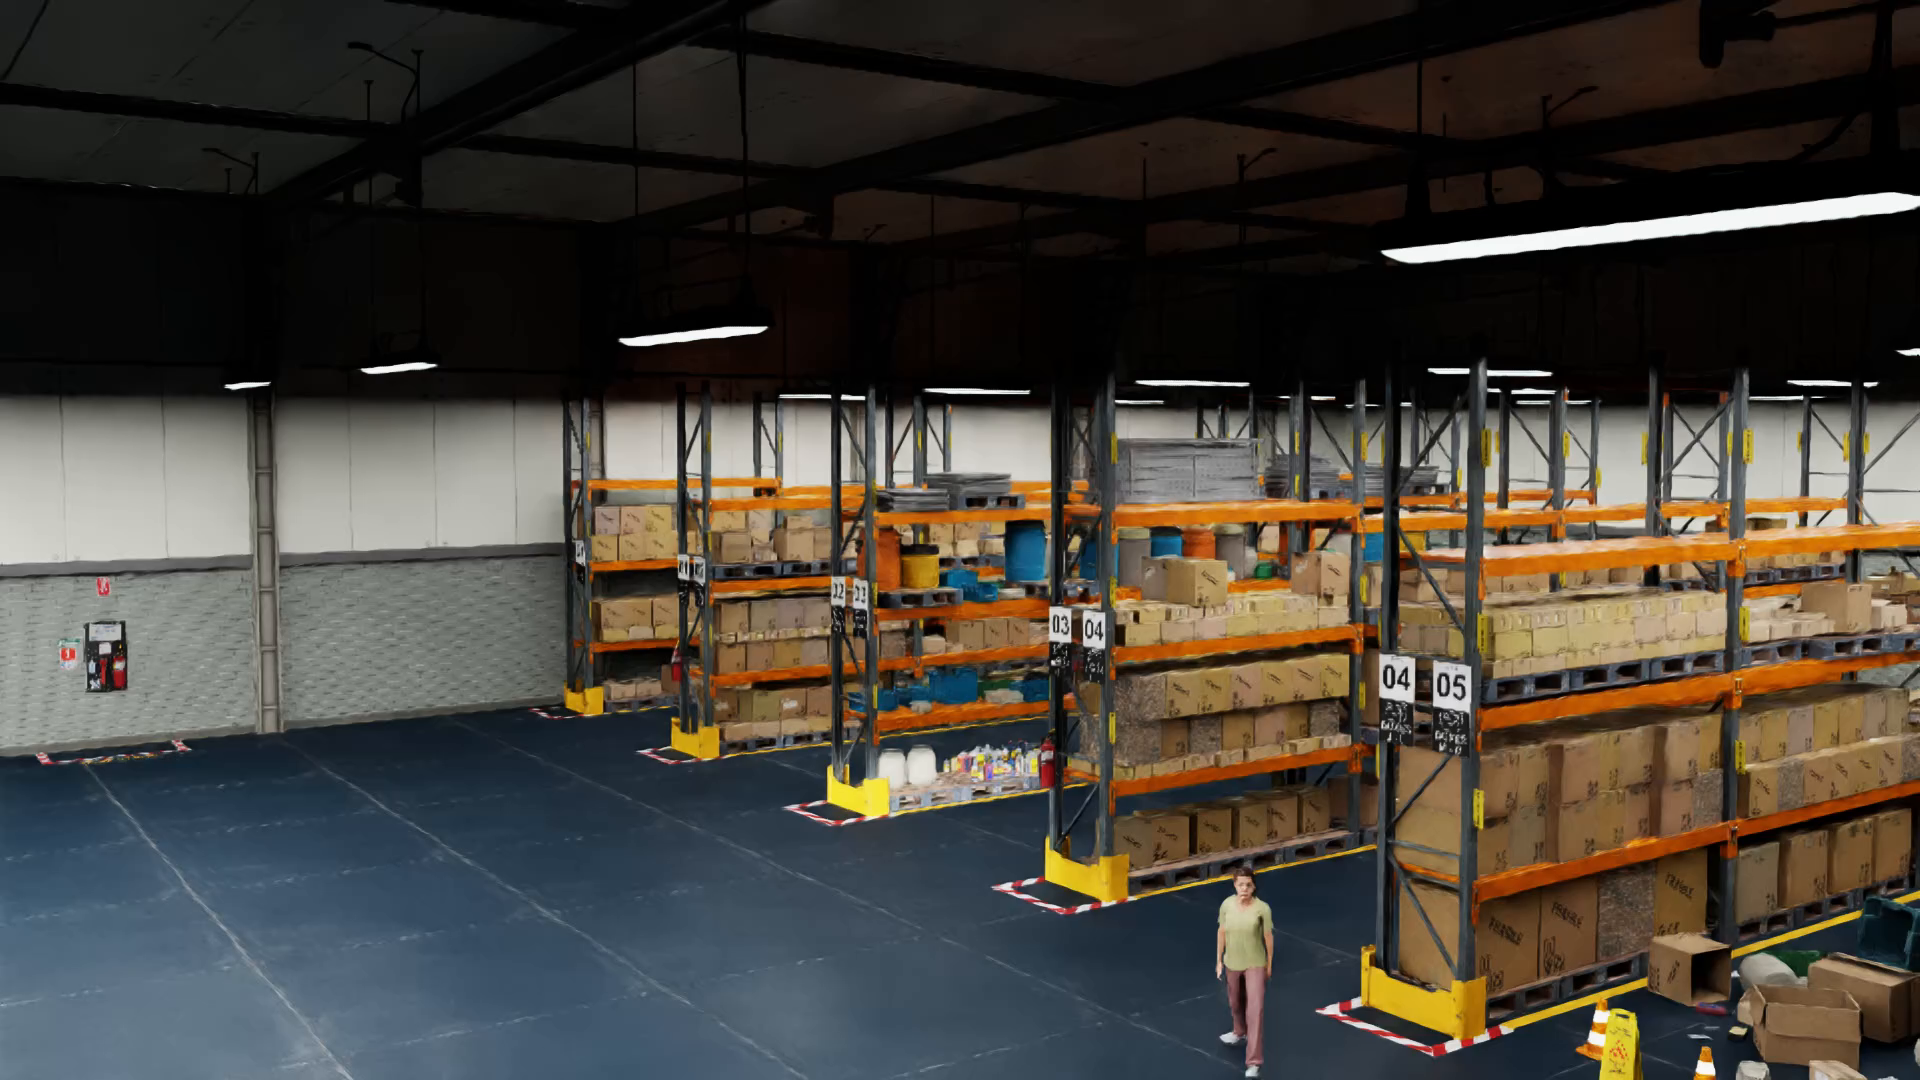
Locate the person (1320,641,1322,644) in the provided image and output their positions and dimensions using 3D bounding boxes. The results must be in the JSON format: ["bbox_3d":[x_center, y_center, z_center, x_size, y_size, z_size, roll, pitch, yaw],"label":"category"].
[{"bbox_3d":[7.364,2.190,33.257,1.040,1.669,0.554,-3,5,-36],"label":"person"}]

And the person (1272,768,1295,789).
[{"bbox_3d":[4.433,2.801,22.690,0.677,1.775,0.636,0,4,-5],"label":"person"}]

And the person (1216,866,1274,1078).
[{"bbox_3d":[2.307,3.469,13.599,0.536,1.635,0.928,2,4,29],"label":"person"}]
